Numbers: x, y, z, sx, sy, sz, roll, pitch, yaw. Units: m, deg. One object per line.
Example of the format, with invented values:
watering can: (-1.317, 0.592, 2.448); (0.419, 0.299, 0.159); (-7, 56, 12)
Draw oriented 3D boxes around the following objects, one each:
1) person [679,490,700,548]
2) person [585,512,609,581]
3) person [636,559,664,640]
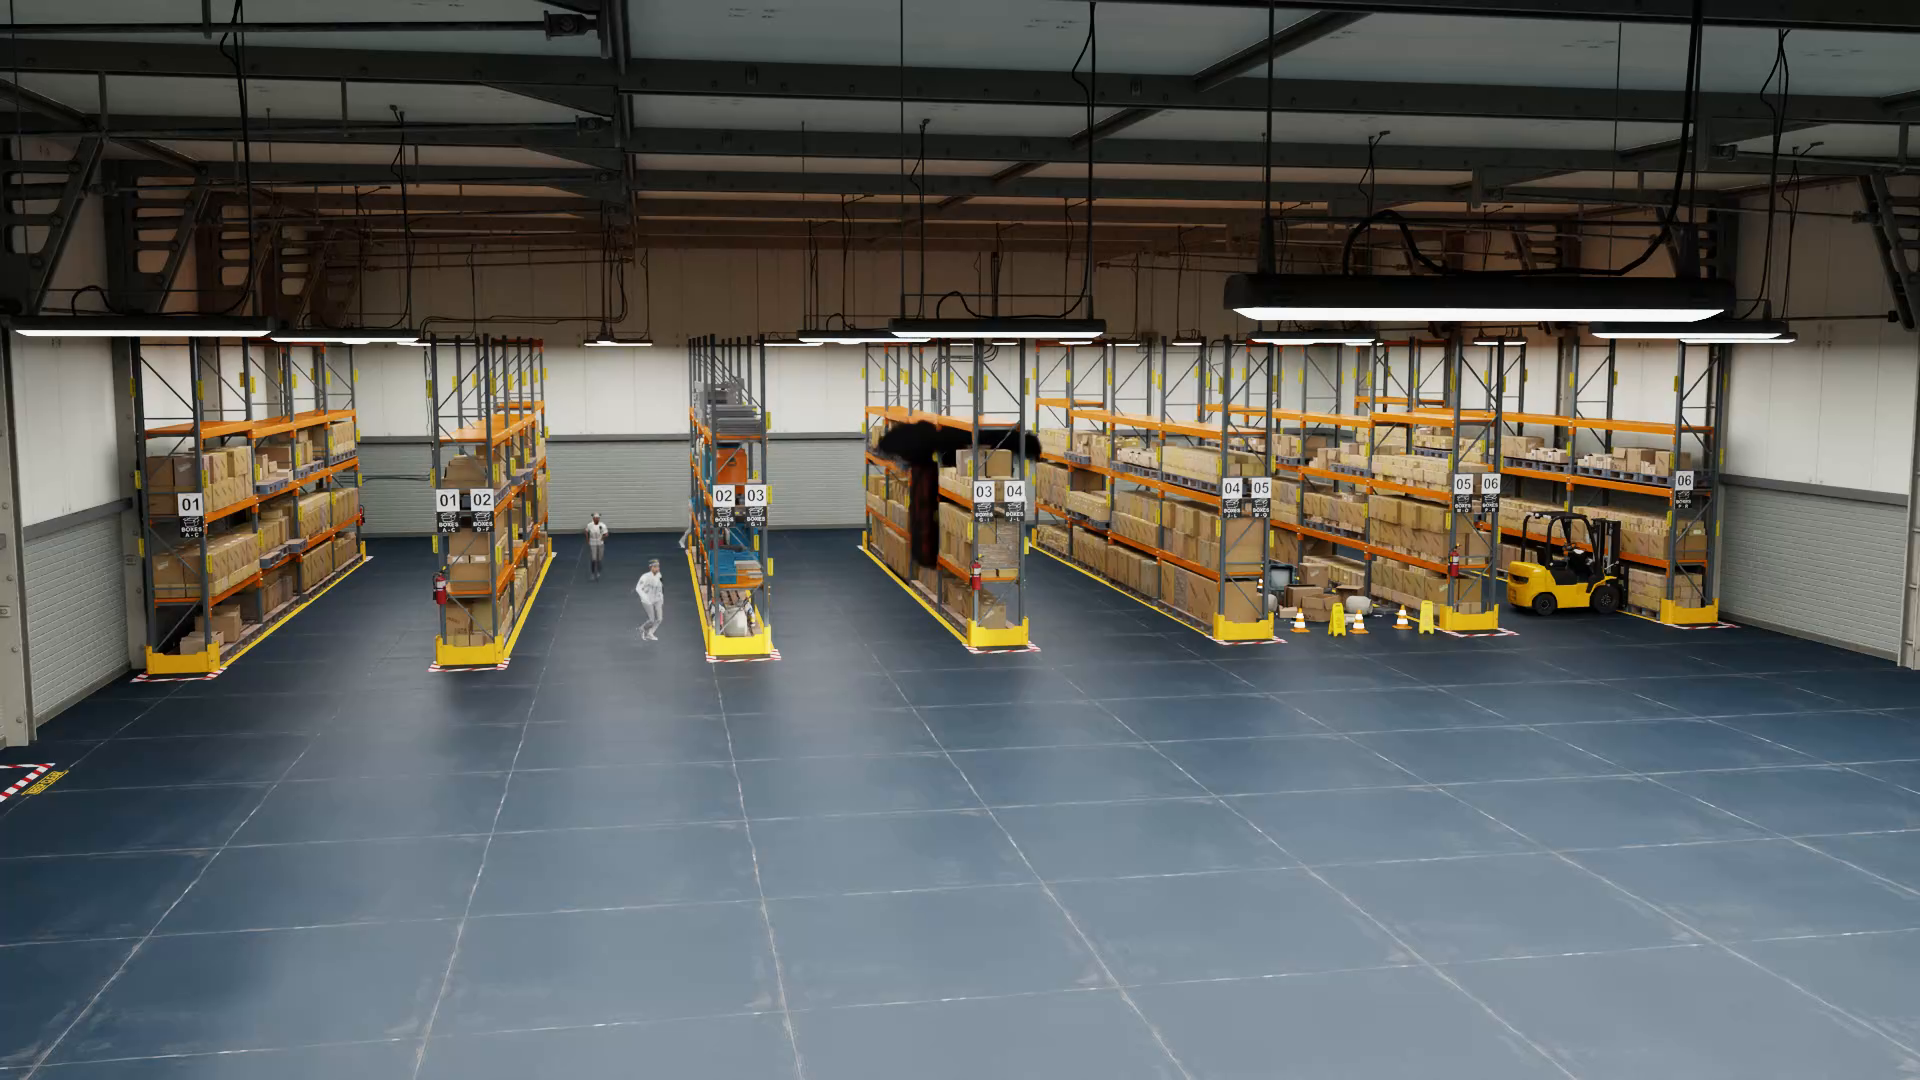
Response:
person: (-7.599, -0.610, 47.855); (0.961, 1.664, 0.586); (1, 7, 12)
person: (-9.024, 0.159, 41.379); (0.583, 1.725, 0.723); (-2, 7, -13)
person: (-5.818, 1.128, 31.267); (0.595, 1.580, 0.598); (6, 9, 43)
